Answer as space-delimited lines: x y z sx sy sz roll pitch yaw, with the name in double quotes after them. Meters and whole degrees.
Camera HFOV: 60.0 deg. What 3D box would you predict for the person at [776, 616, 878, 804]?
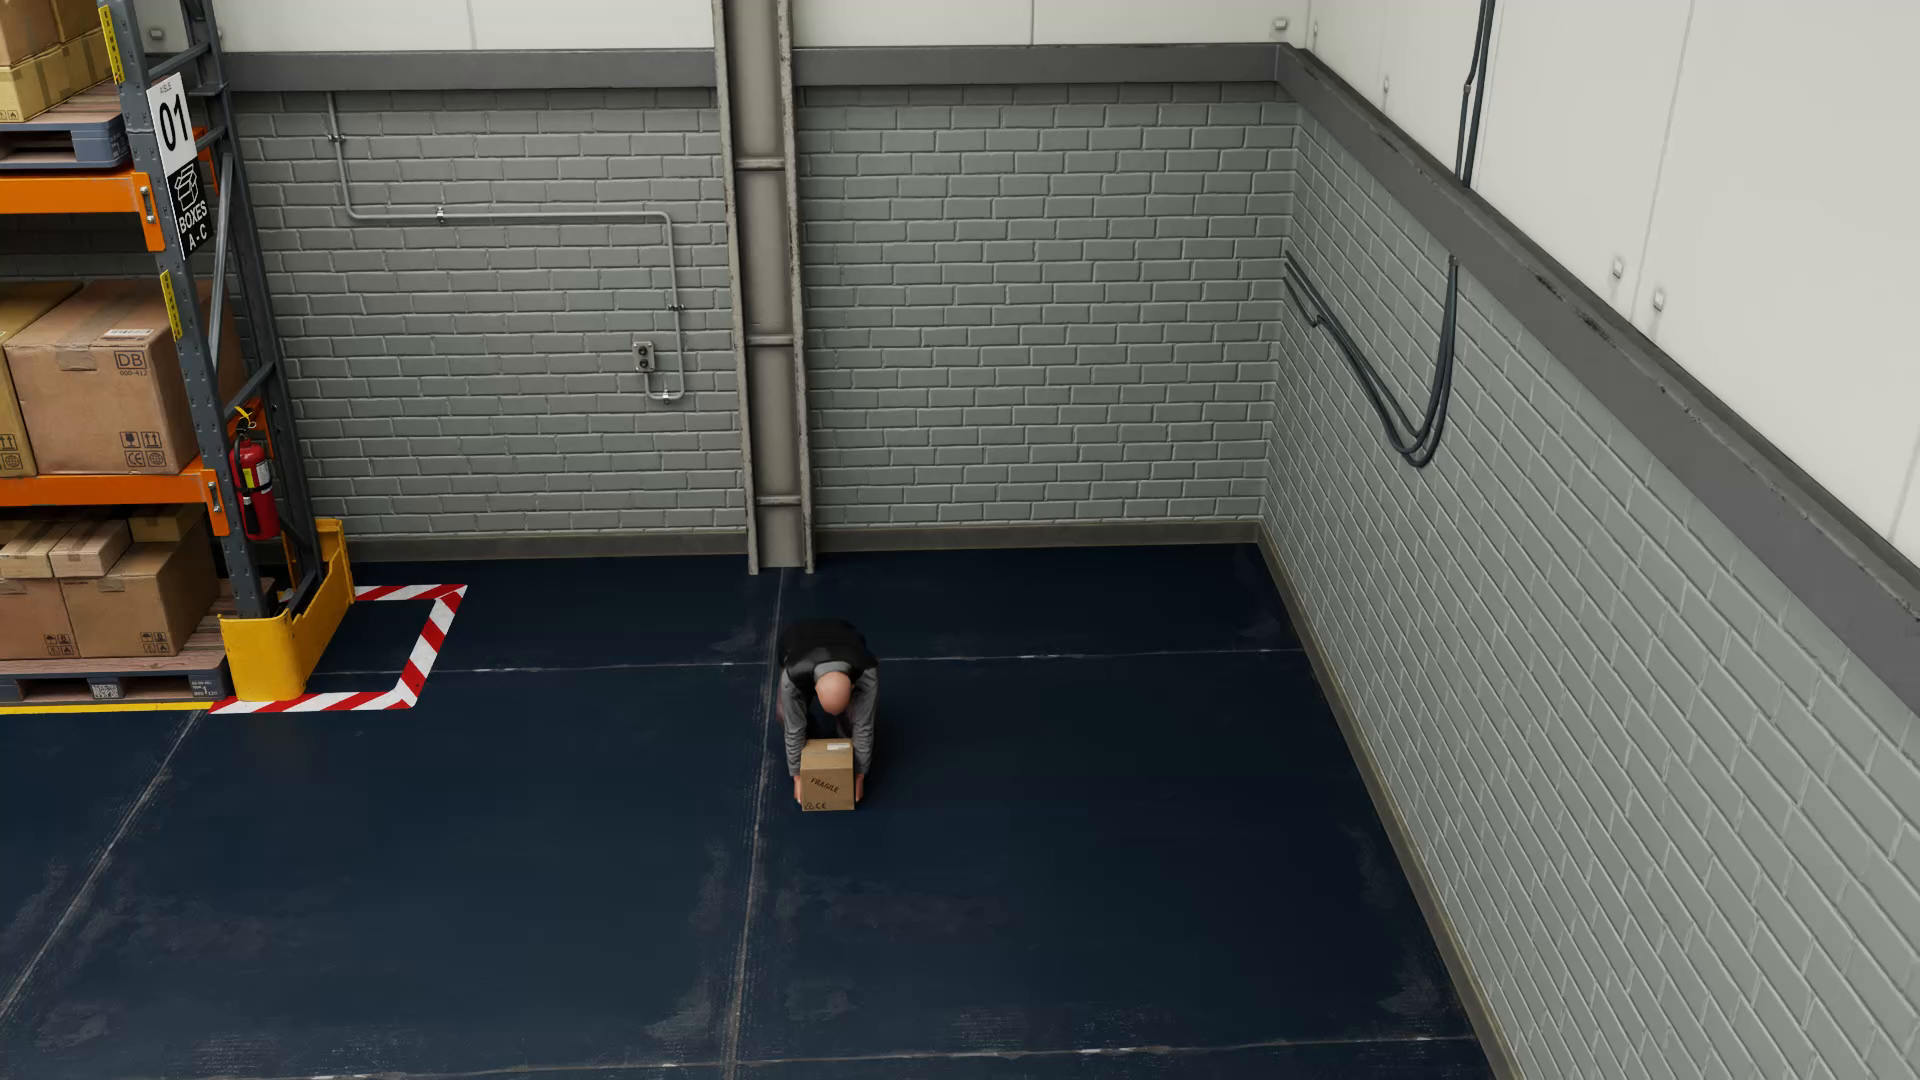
-0.653 0.807 8.199 0.507 0.819 0.920 -2 27 -4 "person"
